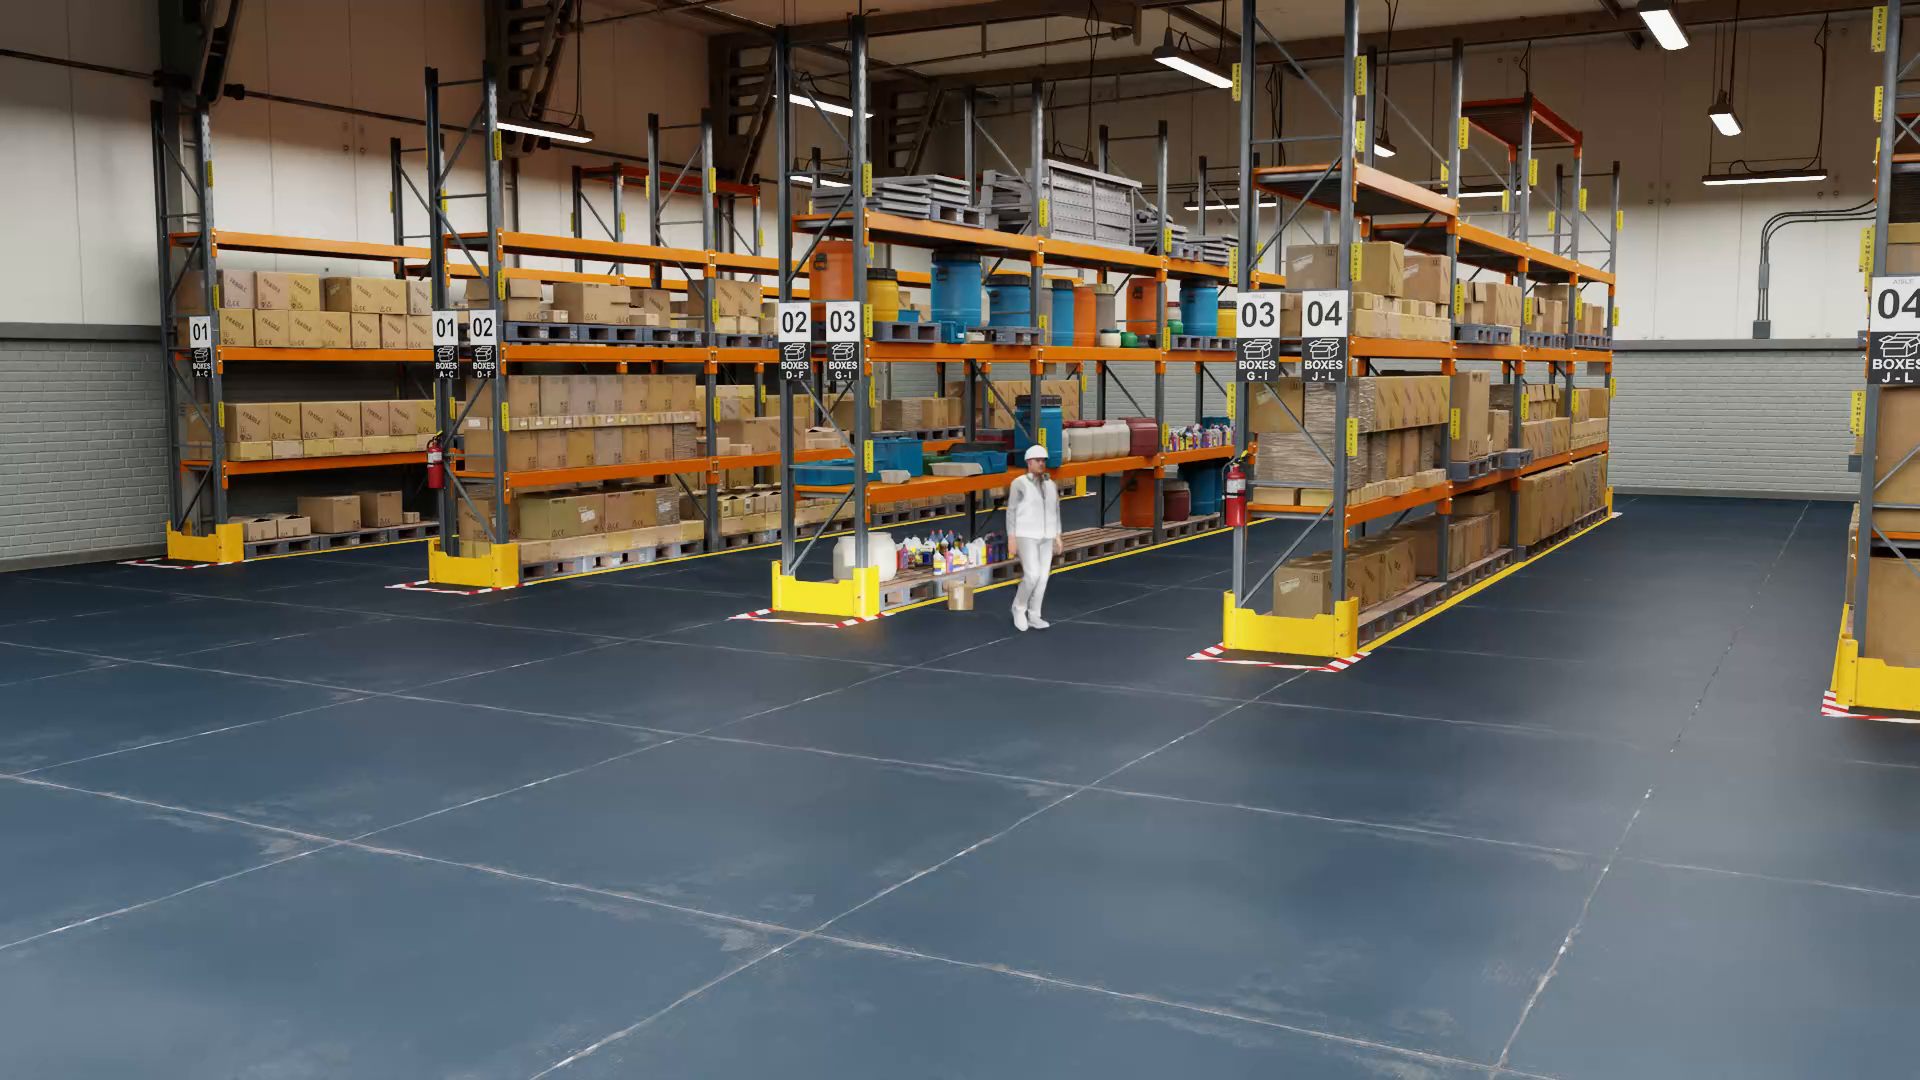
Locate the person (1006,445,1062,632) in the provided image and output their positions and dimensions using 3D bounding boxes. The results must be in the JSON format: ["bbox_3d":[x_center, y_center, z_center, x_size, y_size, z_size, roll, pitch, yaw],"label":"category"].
[{"bbox_3d":[0.739,-0.014,15.978,0.546,1.790,0.438,-4,7,-32],"label":"person"}]
